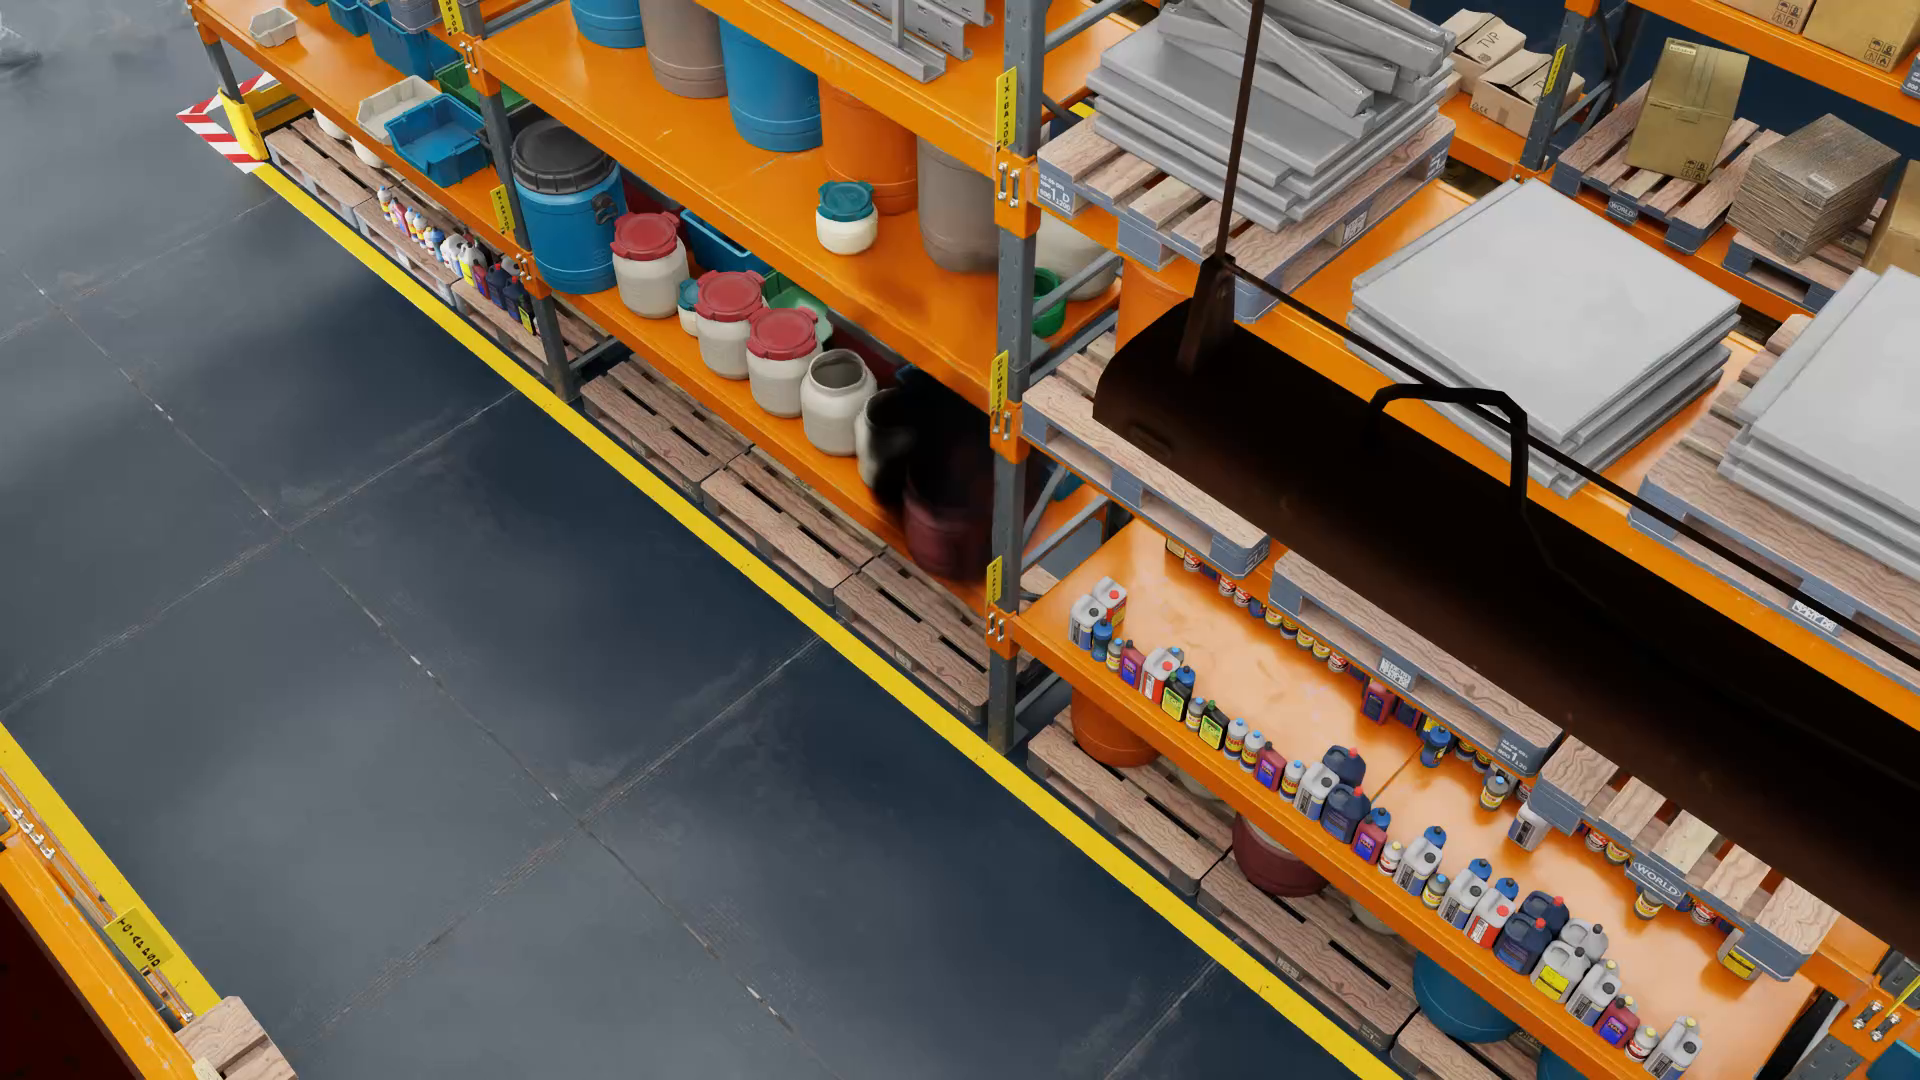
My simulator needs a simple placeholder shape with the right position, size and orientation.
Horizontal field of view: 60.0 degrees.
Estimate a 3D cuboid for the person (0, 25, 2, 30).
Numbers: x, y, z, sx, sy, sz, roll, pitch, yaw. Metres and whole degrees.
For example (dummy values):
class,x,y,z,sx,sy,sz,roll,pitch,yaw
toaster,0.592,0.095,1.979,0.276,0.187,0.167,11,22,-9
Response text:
class,x,y,z,sx,sy,sz,roll,pitch,yaw
person,-8.293,-4.472,12.940,1.033,1.797,0.690,-11,51,-9
